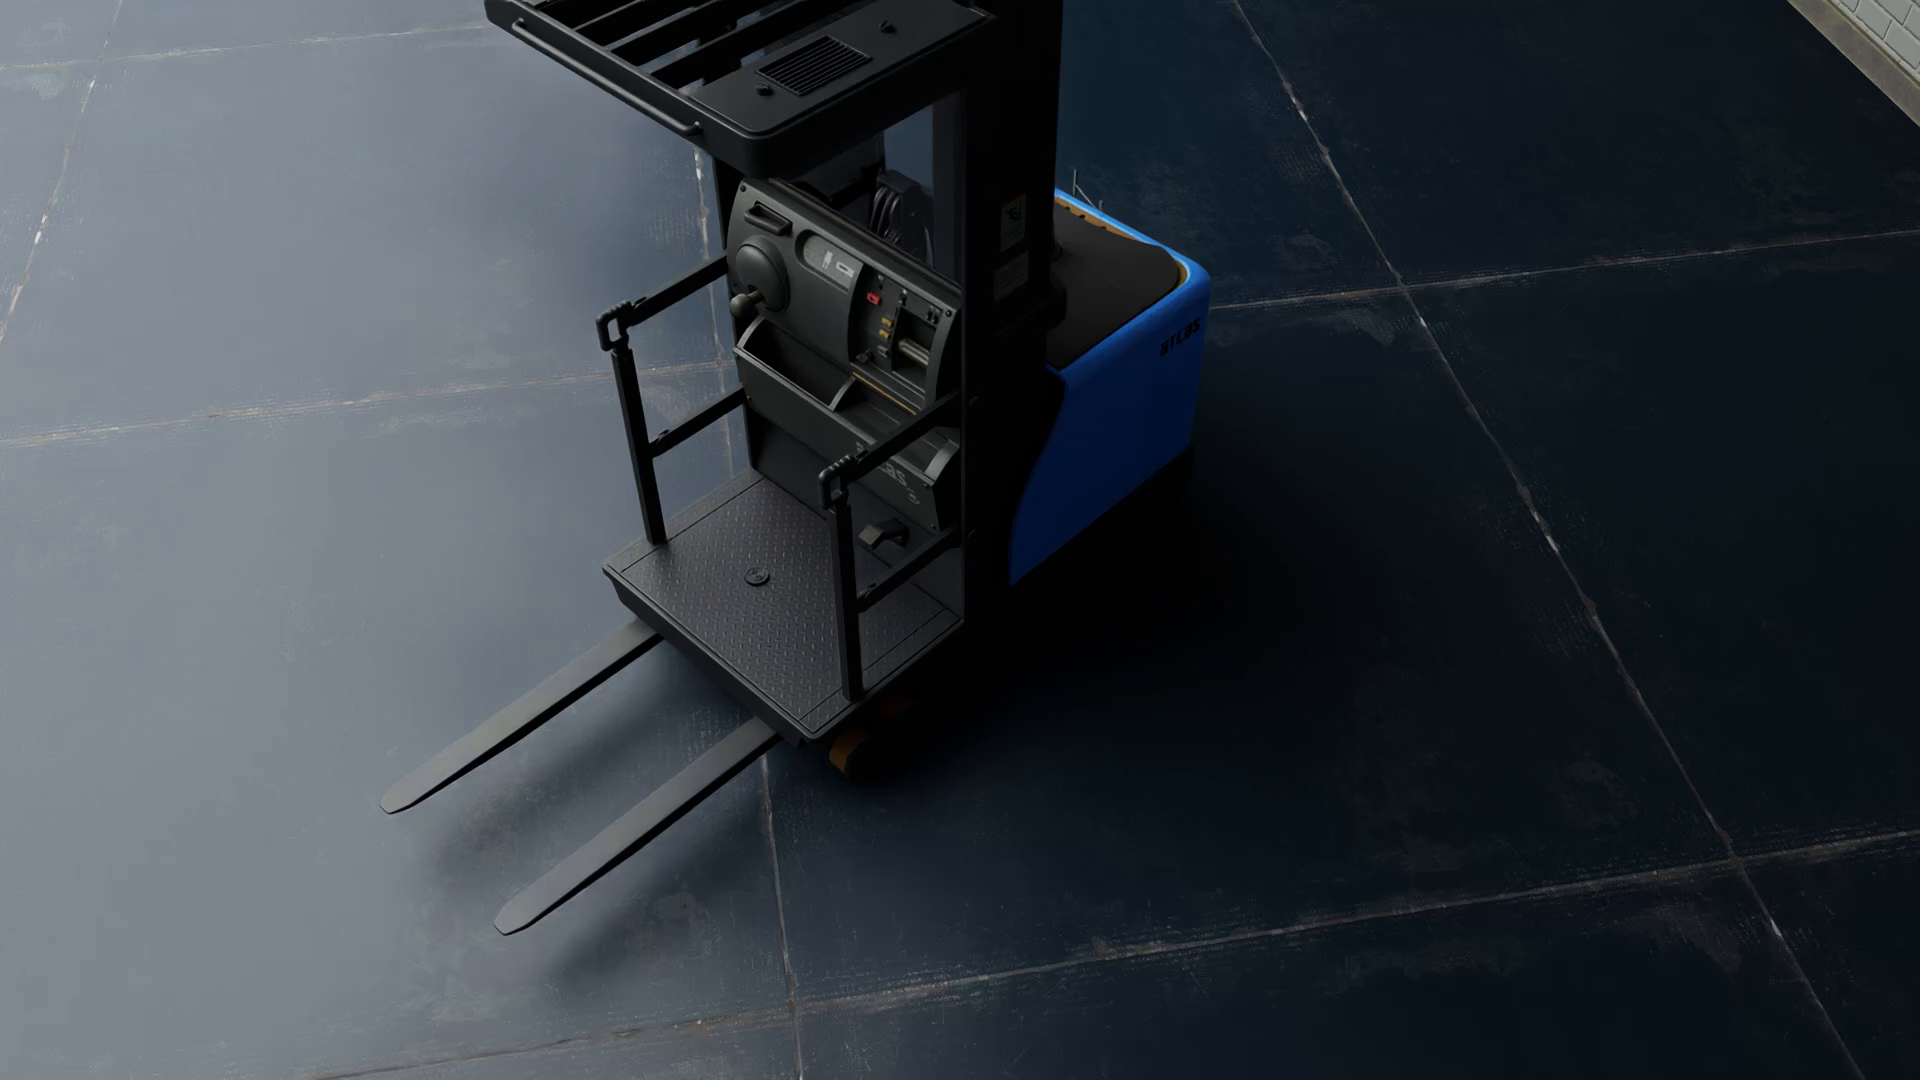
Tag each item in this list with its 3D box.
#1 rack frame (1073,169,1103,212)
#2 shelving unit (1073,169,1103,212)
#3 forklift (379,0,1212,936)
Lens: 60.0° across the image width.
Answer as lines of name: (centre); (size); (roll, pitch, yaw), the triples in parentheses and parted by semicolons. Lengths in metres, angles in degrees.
rack frame: (0.486, -1.030, 6.618); (0.006, 0.900, 0.240); (-17, 48, -16)
shelving unit: (0.393, -1.002, 6.590); (0.210, 0.900, 0.258); (-17, 48, -16)
forklift: (-0.511, -0.662, 4.853); (1.130, 2.935, 3.031); (35, 55, 29)
